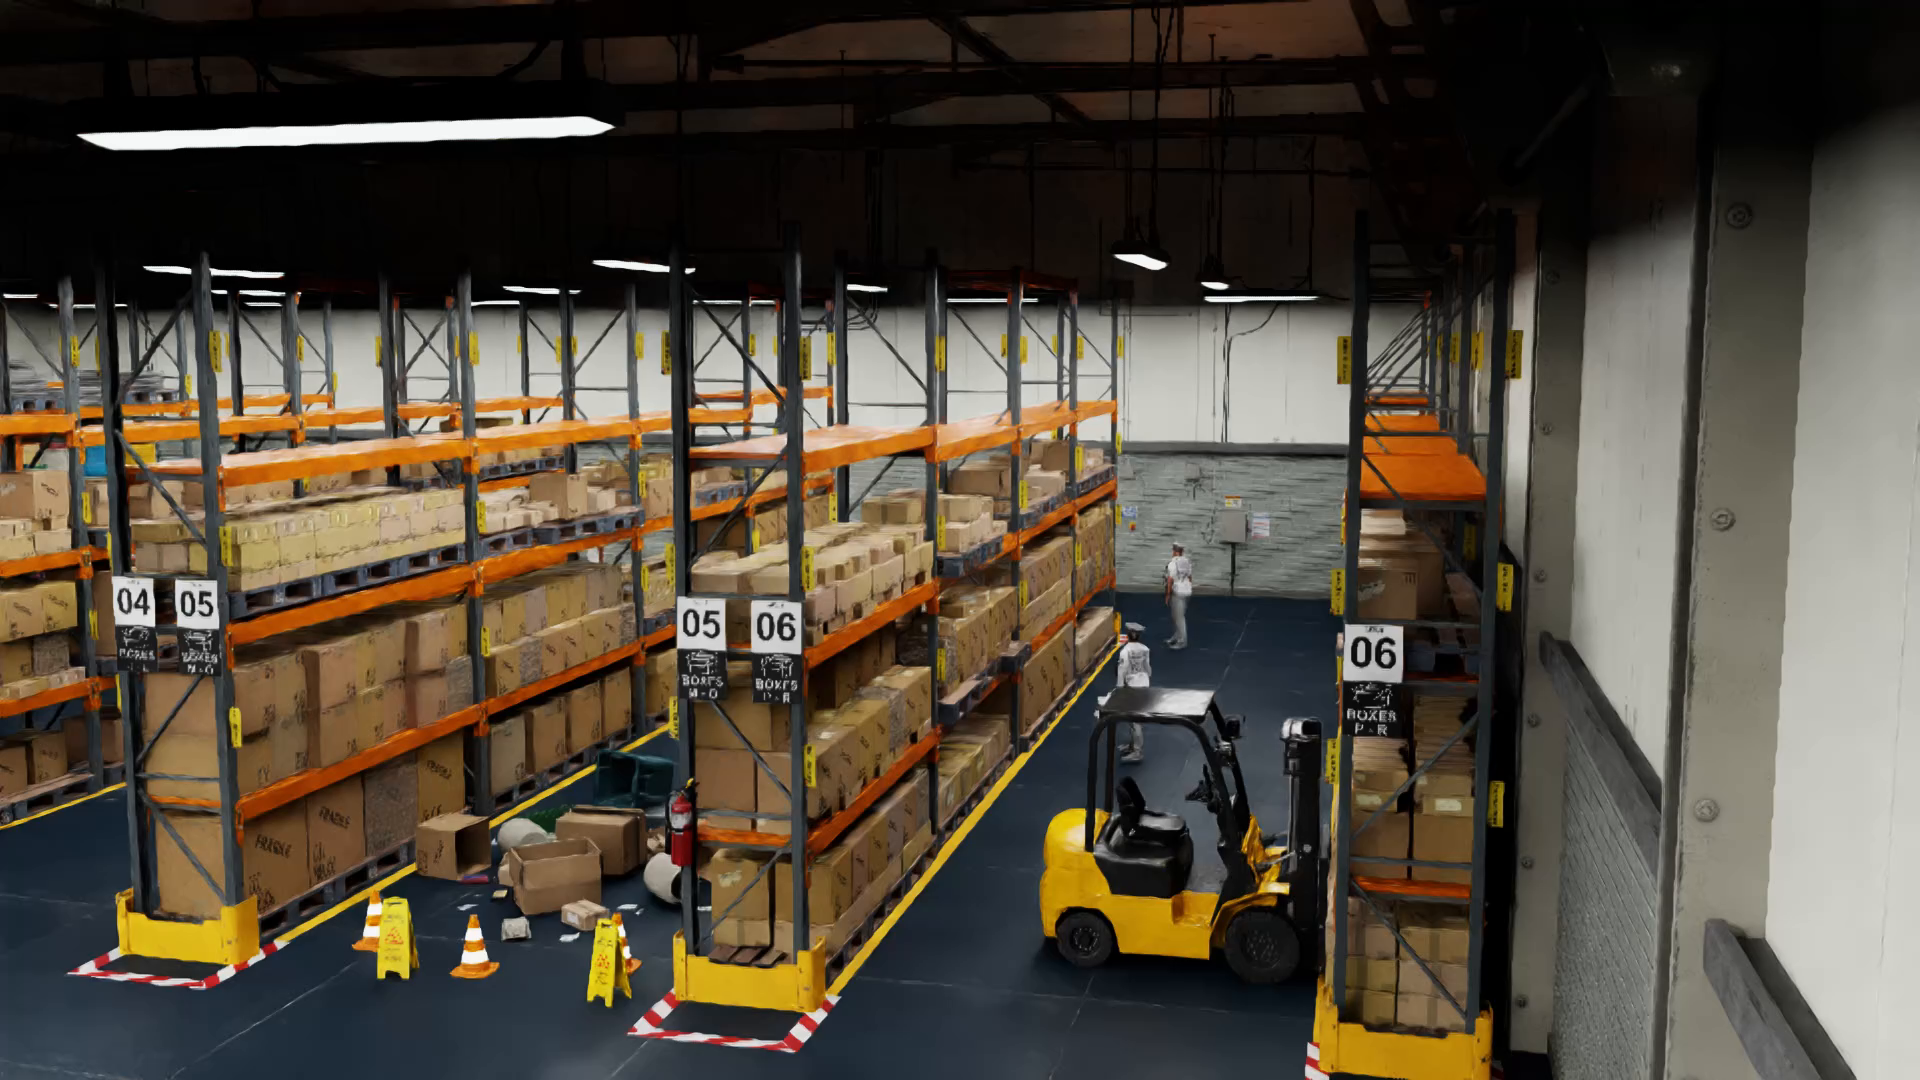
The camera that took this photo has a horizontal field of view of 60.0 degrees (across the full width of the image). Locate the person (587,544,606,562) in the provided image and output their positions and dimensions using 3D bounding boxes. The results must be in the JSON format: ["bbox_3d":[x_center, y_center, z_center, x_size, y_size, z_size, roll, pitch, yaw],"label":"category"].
[{"bbox_3d":[-6.904,0.421,31.694,0.395,1.760,0.660,-2,7,-18],"label":"person"}]

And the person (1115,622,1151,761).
[{"bbox_3d":[2.115,1.840,20.432,0.543,1.667,0.572,7,10,44],"label":"person"}]

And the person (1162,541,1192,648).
[{"bbox_3d":[3.617,0.897,27.810,0.591,1.744,0.668,5,9,36],"label":"person"}]
